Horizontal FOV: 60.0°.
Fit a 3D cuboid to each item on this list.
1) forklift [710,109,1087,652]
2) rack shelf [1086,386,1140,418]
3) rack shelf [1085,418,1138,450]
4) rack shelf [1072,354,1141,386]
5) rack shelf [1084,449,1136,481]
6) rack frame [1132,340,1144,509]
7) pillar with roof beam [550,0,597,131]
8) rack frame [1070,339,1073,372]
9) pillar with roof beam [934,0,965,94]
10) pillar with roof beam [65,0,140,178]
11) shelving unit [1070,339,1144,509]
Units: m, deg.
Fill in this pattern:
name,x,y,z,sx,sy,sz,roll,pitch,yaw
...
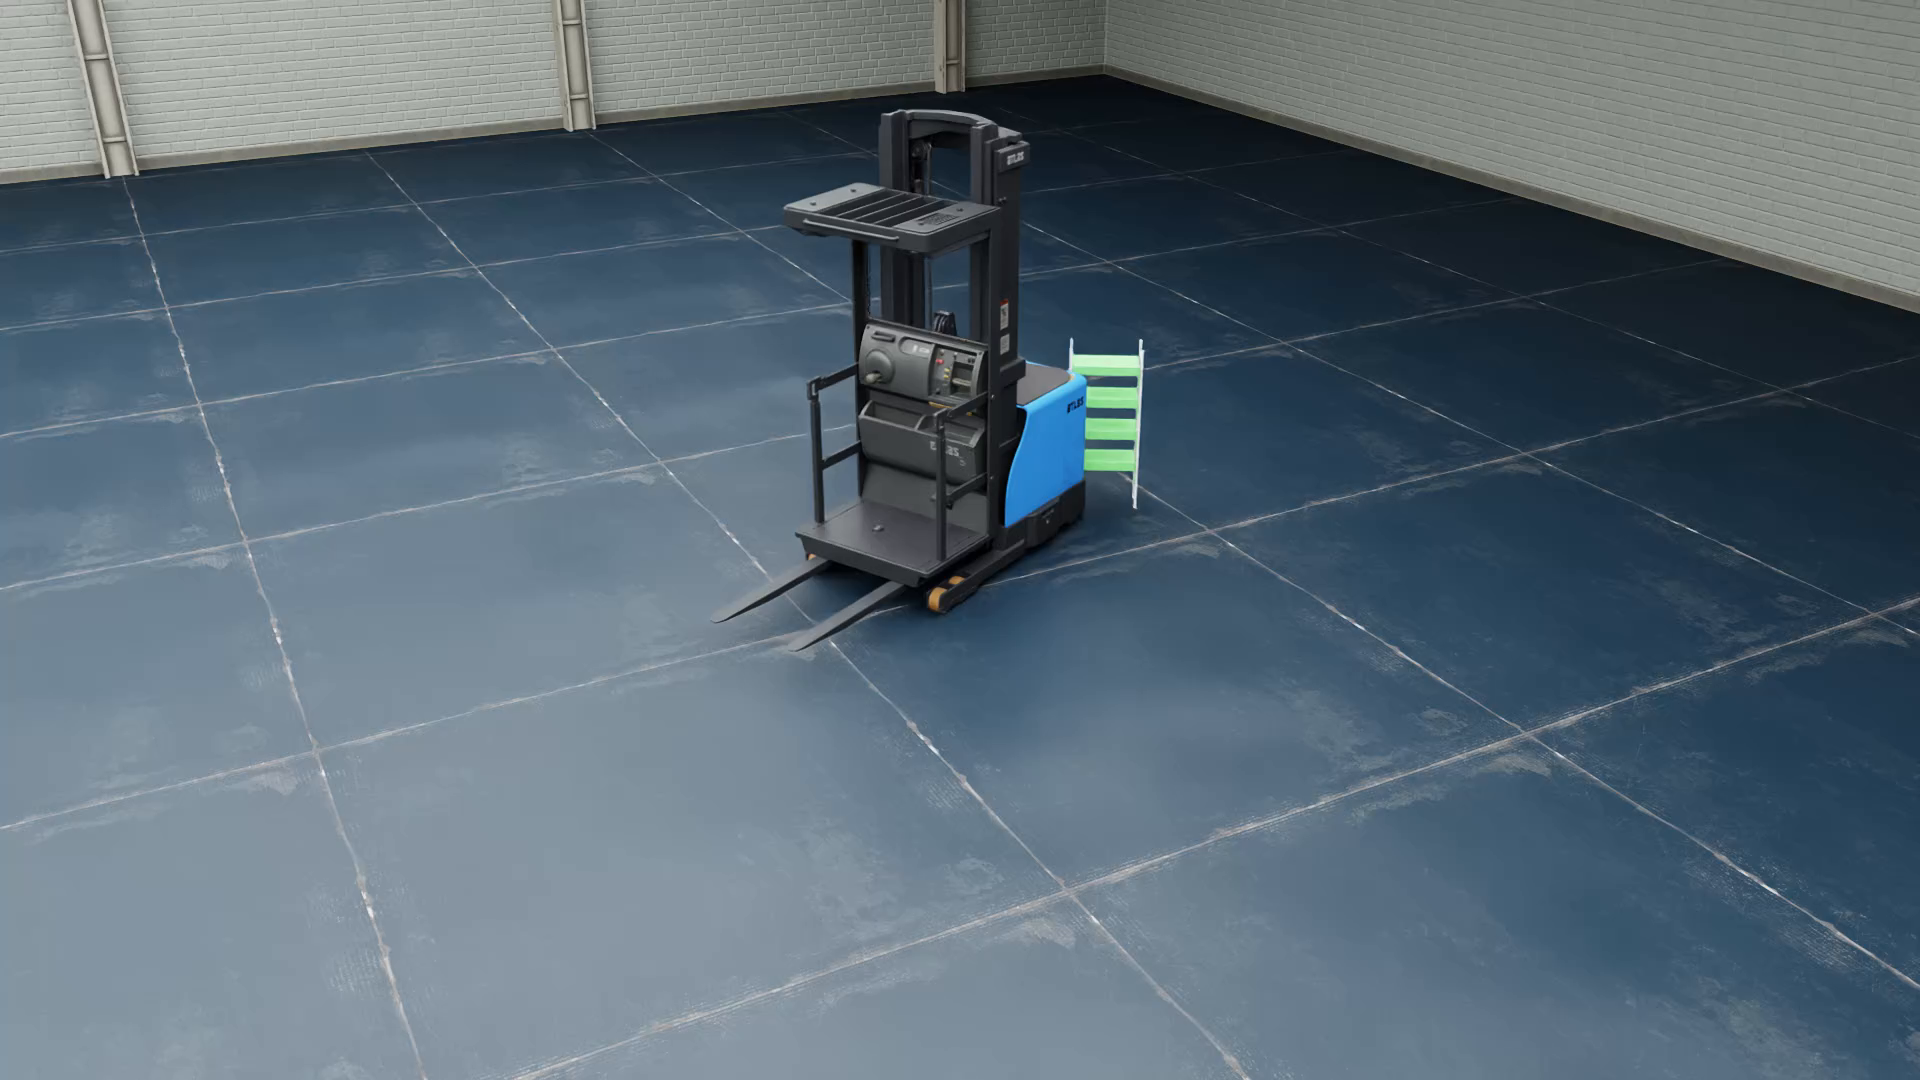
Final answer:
name,x,y,z,sx,sy,sz,roll,pitch,yaw
forklift,-0.370,-1.090,10.436,1.130,2.935,3.031,17,30,31
rack shelf,1.025,-0.982,11.805,0.480,0.148,0.258,1,26,3
rack shelf,1.025,-0.766,11.909,0.480,0.148,0.258,1,26,3
rack shelf,1.025,-1.199,11.701,0.480,0.148,0.258,1,26,3
rack shelf,1.025,-0.550,12.013,0.480,0.148,0.258,1,26,3
rack frame,1.269,-0.818,11.870,0.015,1.200,0.240,1,26,3
pillar with roof beam,-3.429,-8.326,18.496,0.400,9.000,9.100,-13,29,-25
rack frame,0.782,-0.829,11.892,0.015,1.200,0.240,1,26,3
pillar with roof beam,1.865,-9.548,21.042,0.400,9.000,9.100,-13,29,-25
pillar with roof beam,-8.724,-7.104,15.951,0.400,9.000,9.100,-13,29,-25
shelving unit,1.025,-0.824,11.881,0.503,1.200,0.258,1,26,3
